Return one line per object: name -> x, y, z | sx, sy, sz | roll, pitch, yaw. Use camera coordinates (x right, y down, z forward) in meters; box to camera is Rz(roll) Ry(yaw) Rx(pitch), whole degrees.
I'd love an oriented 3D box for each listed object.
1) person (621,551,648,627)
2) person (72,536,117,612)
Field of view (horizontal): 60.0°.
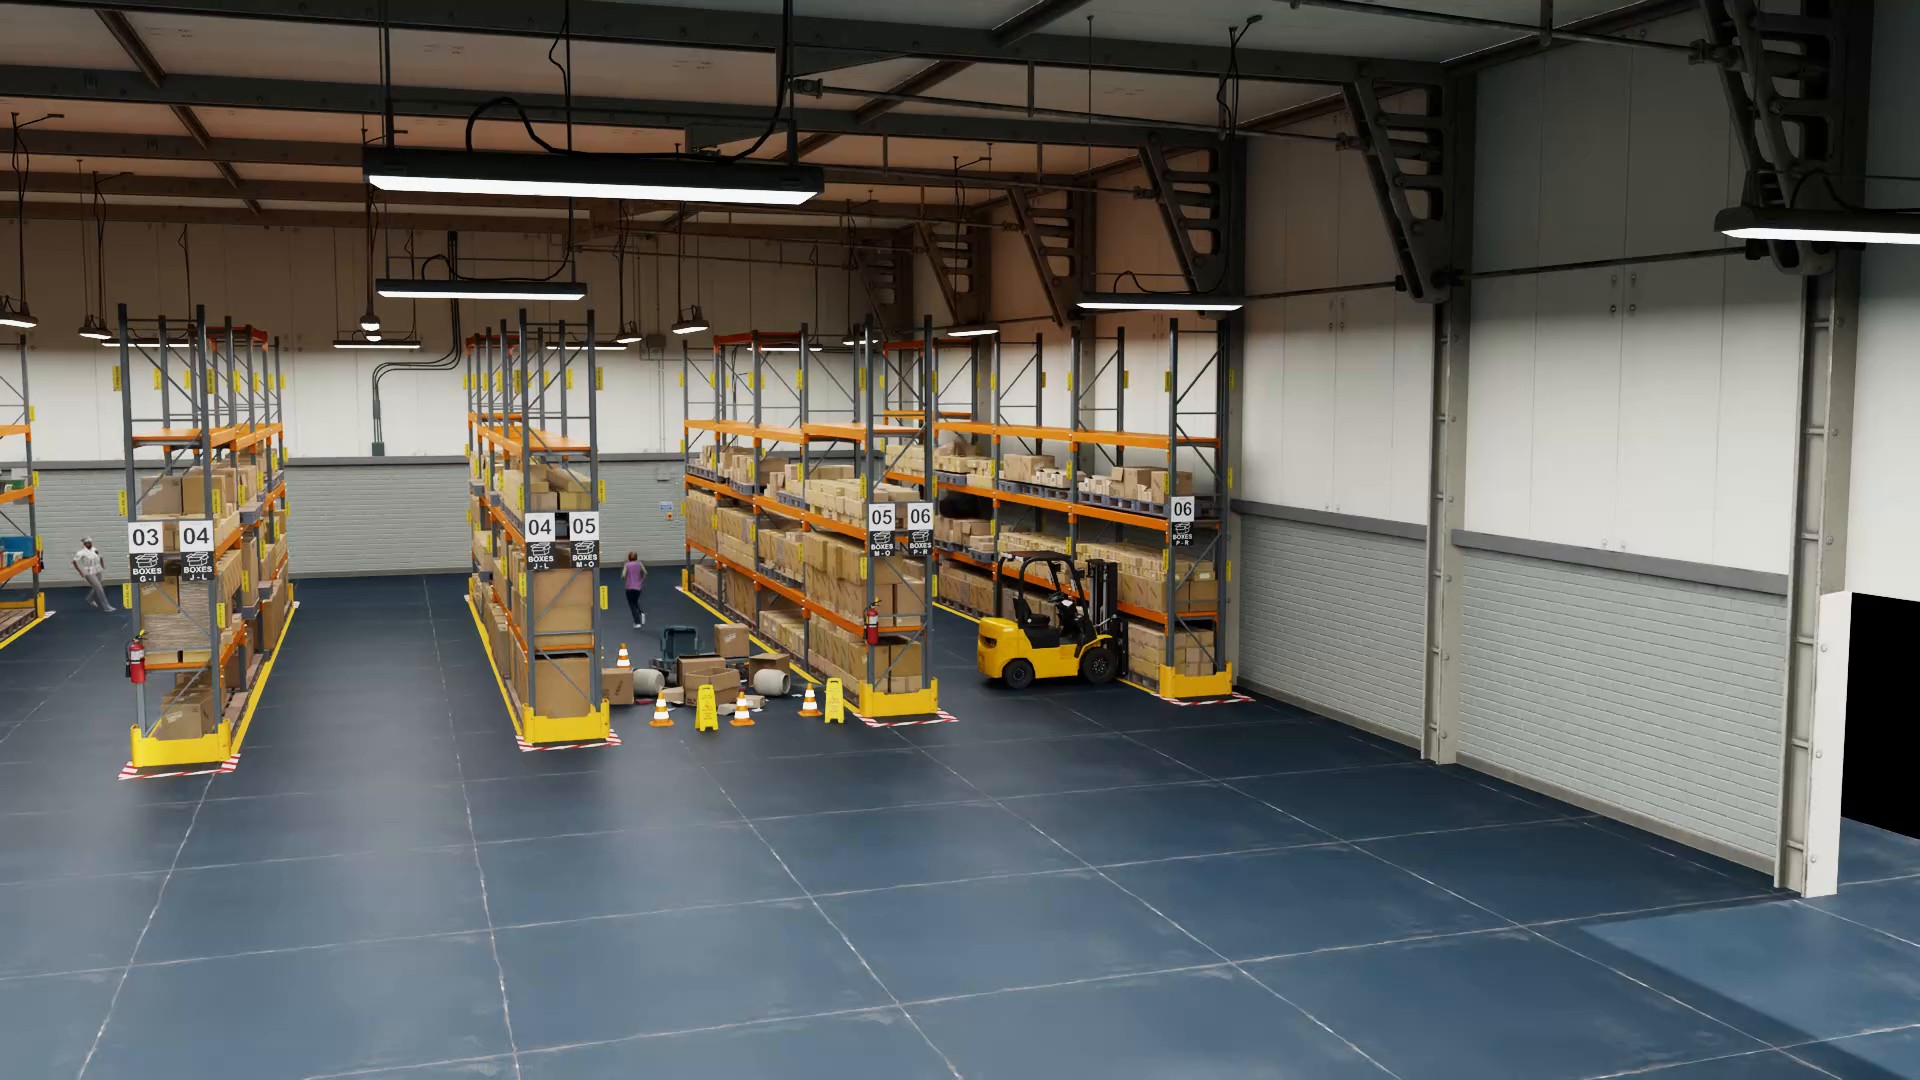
person -> -6.691, 0.998, 34.029 | 0.520, 1.567, 0.541 | -3, 6, -29
person -> -18.881, 0.731, 36.205 | 0.912, 1.661, 0.660 | 2, 6, 21
